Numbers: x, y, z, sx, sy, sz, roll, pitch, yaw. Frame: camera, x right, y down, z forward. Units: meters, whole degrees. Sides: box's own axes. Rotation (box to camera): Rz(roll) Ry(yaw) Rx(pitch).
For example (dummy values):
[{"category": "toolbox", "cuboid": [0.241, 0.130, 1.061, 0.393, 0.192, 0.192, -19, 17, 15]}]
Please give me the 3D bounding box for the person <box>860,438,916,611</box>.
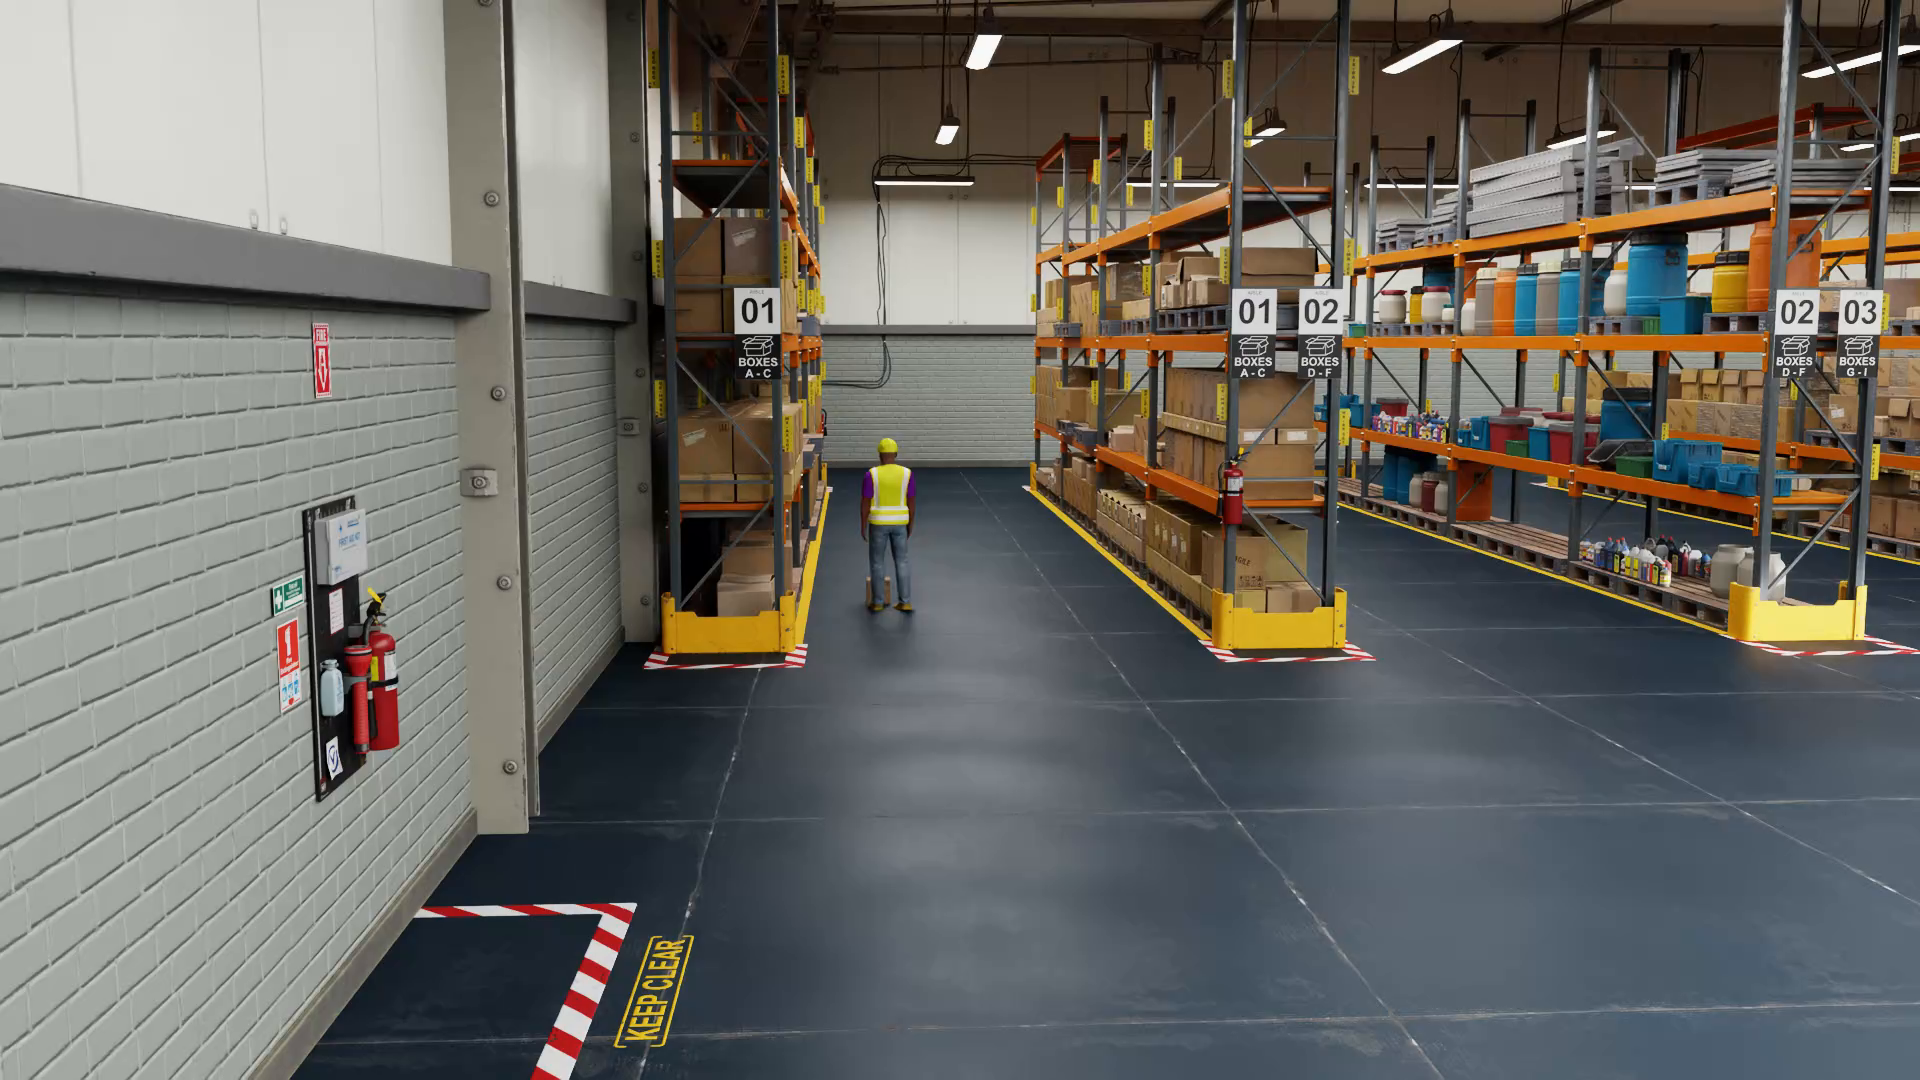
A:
[{"category": "person", "cuboid": [-0.746, -0.150, 17.008, 0.565, 1.785, 0.396, -2, 7, -15]}]
